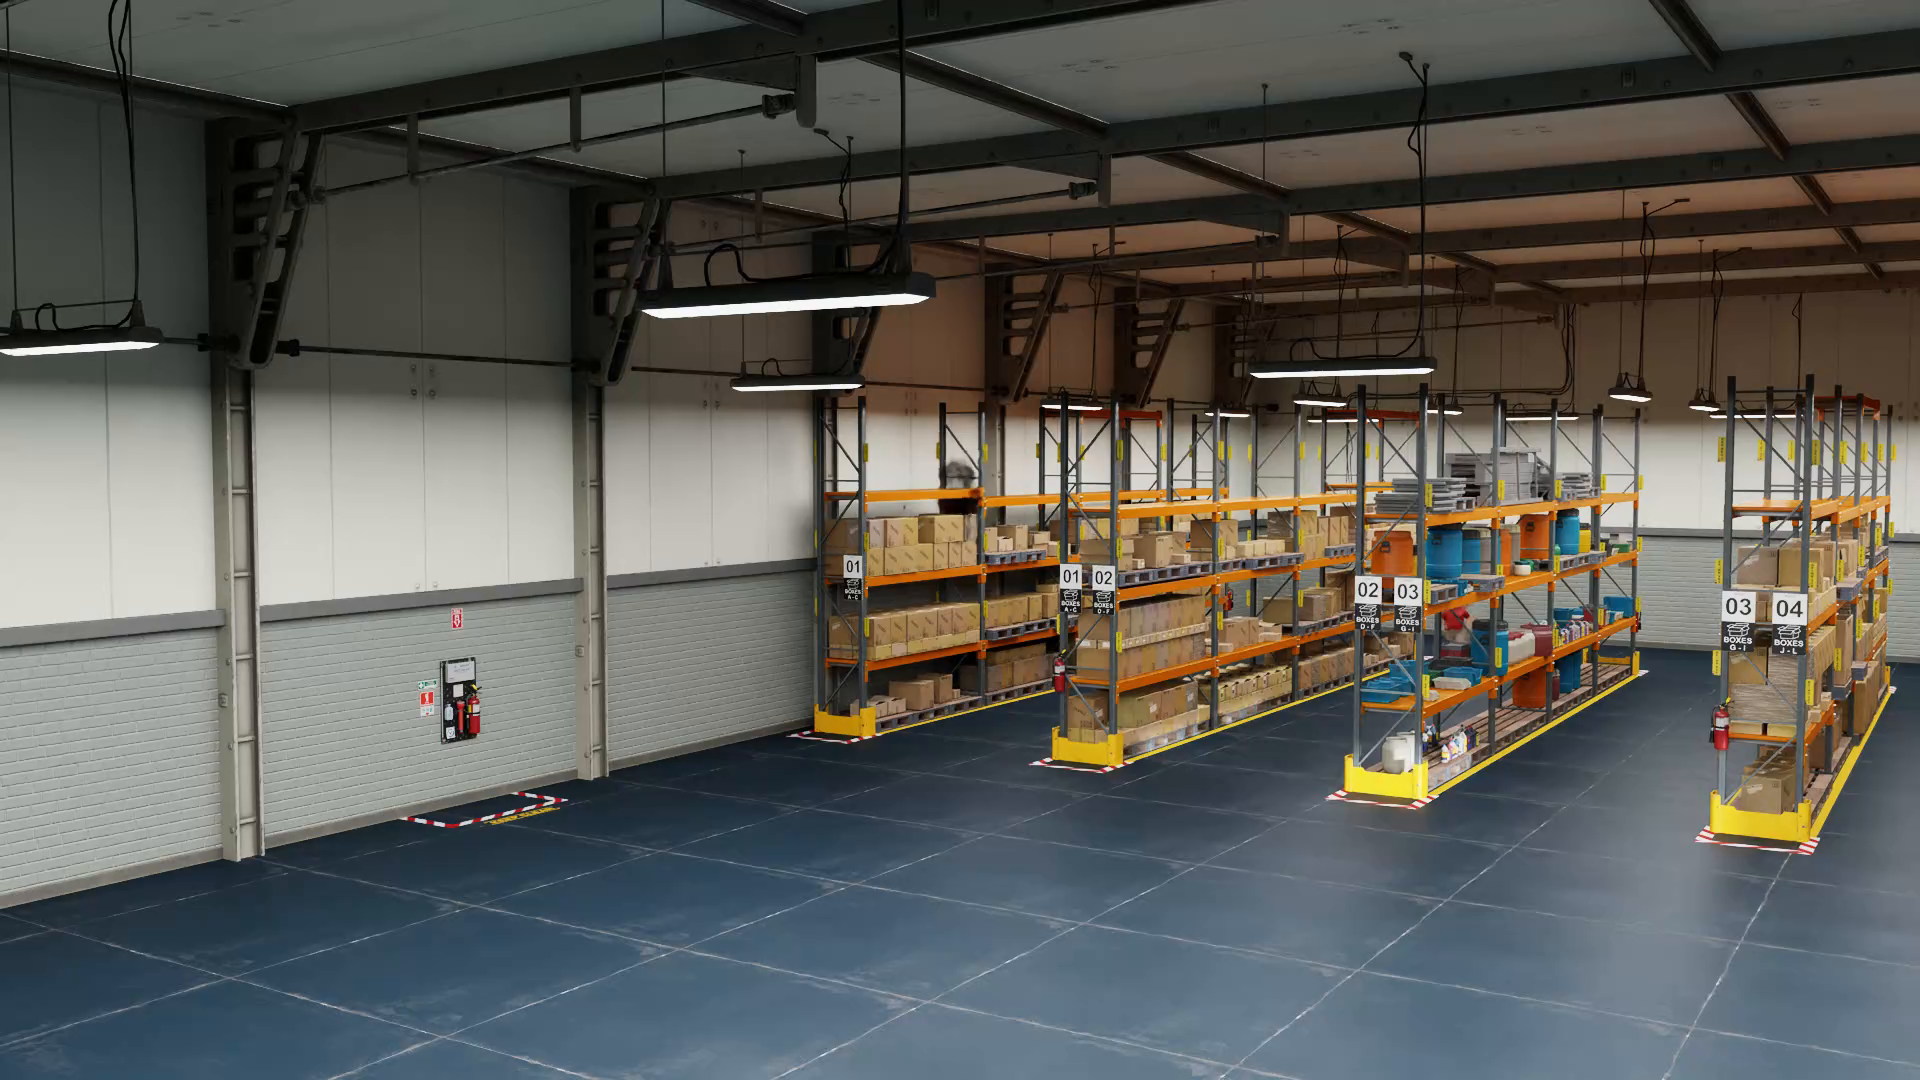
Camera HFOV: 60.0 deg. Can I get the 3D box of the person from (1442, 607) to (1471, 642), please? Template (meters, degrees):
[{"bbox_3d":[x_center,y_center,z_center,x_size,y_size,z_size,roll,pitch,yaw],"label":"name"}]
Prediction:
[{"bbox_3d":[11.219,2.169,37.731,0.682,1.746,0.952,1,3,20],"label":"person"}]
